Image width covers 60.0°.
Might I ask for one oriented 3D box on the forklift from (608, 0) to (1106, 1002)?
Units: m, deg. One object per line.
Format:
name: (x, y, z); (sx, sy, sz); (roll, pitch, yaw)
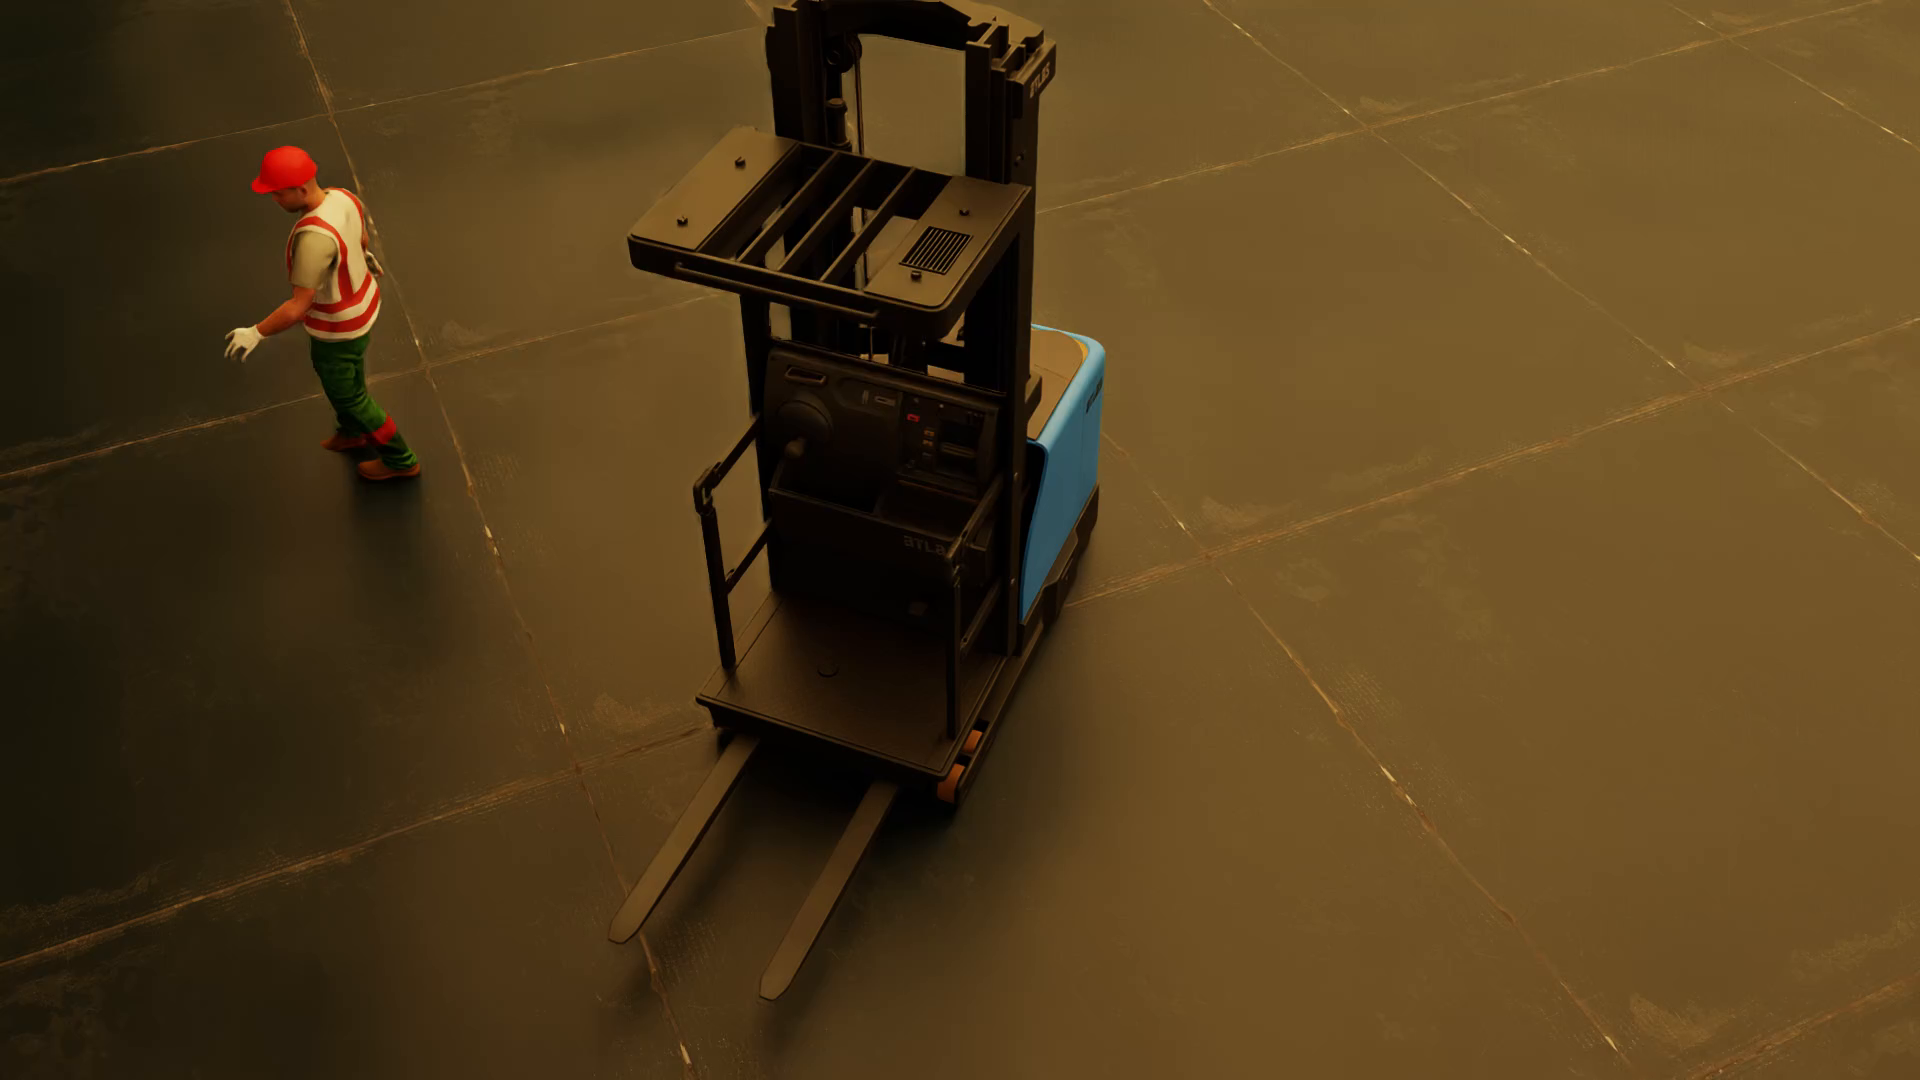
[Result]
forklift: (-0.383, -0.345, 6.050); (1.130, 2.935, 3.031); (16, 45, 16)

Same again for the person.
person: (-2.940, -1.011, 7.657); (0.583, 1.807, 1.008); (1, 43, 2)
